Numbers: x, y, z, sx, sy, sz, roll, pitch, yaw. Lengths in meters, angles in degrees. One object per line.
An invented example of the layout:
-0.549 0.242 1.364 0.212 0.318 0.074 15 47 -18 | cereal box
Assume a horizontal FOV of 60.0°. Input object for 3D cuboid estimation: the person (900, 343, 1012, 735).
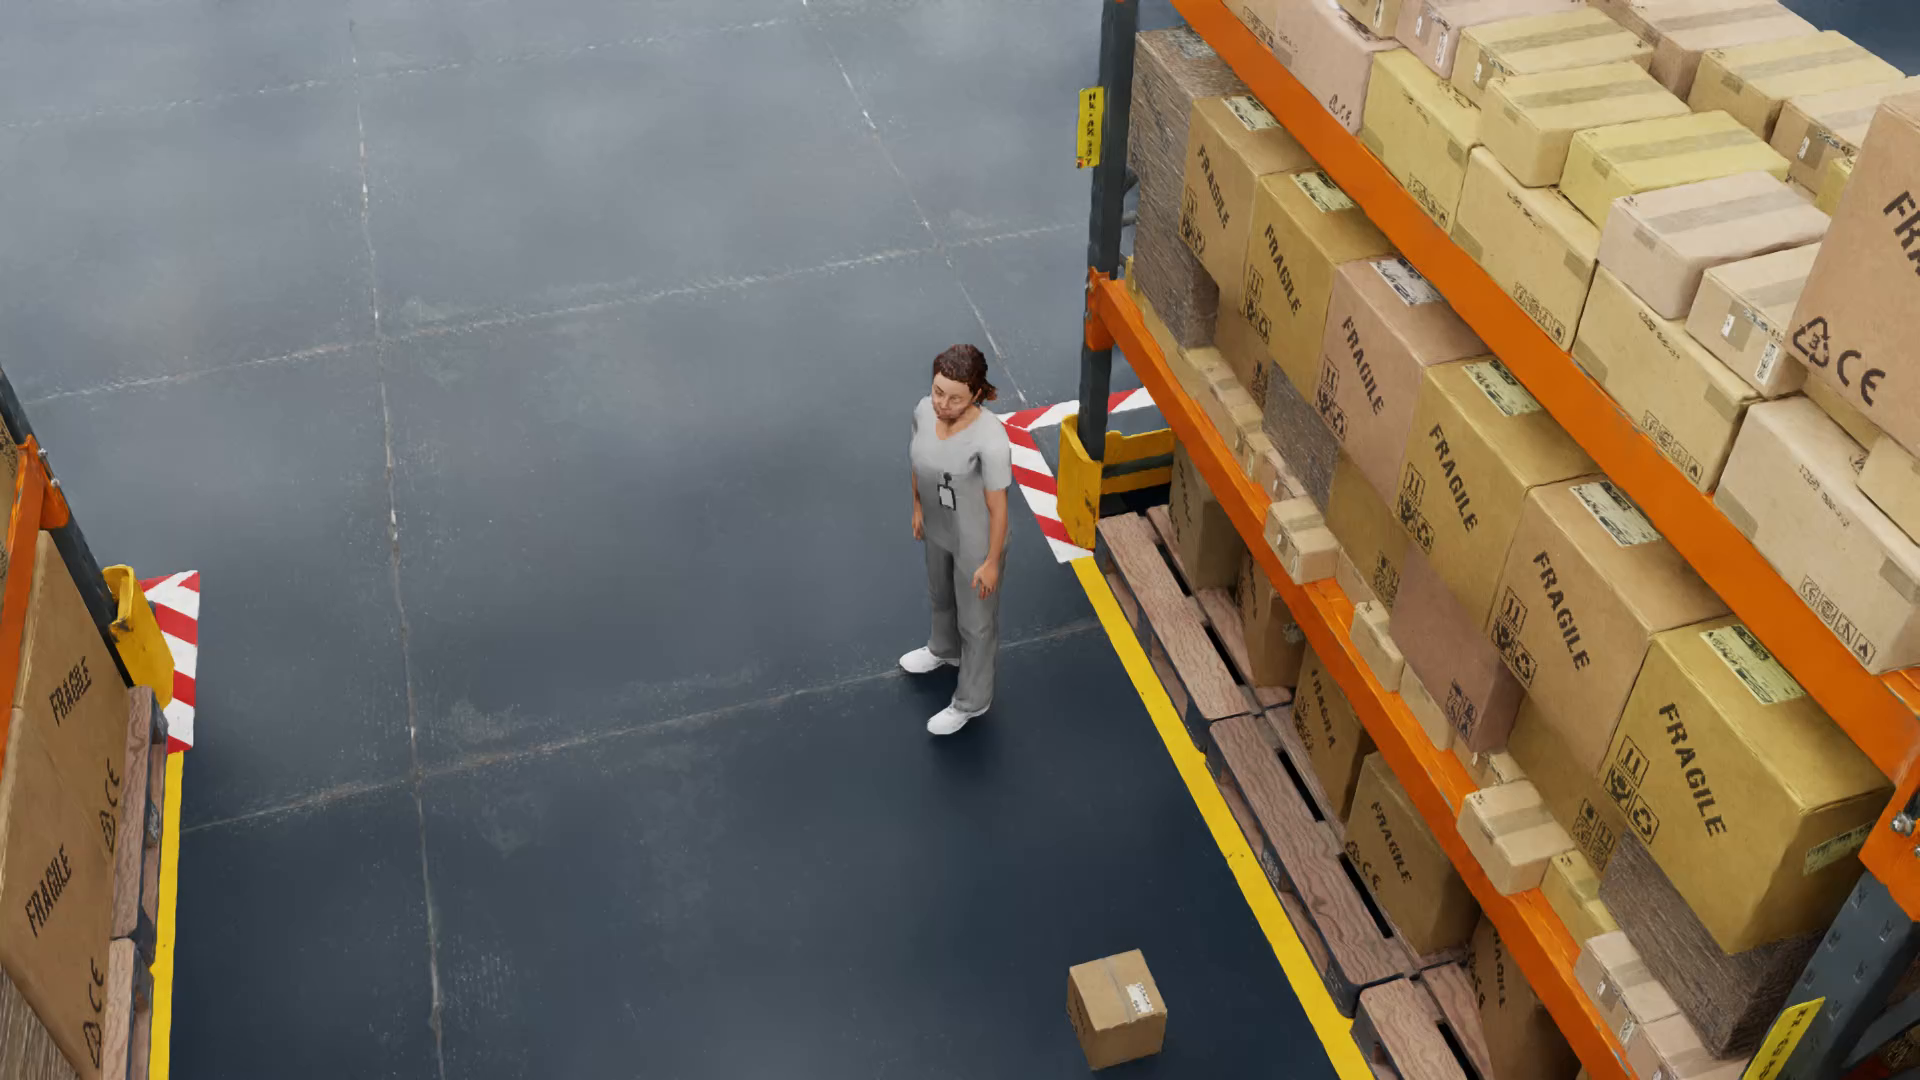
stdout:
-0.046 0.001 6.120 0.449 1.680 0.525 -33 52 -31 | person
